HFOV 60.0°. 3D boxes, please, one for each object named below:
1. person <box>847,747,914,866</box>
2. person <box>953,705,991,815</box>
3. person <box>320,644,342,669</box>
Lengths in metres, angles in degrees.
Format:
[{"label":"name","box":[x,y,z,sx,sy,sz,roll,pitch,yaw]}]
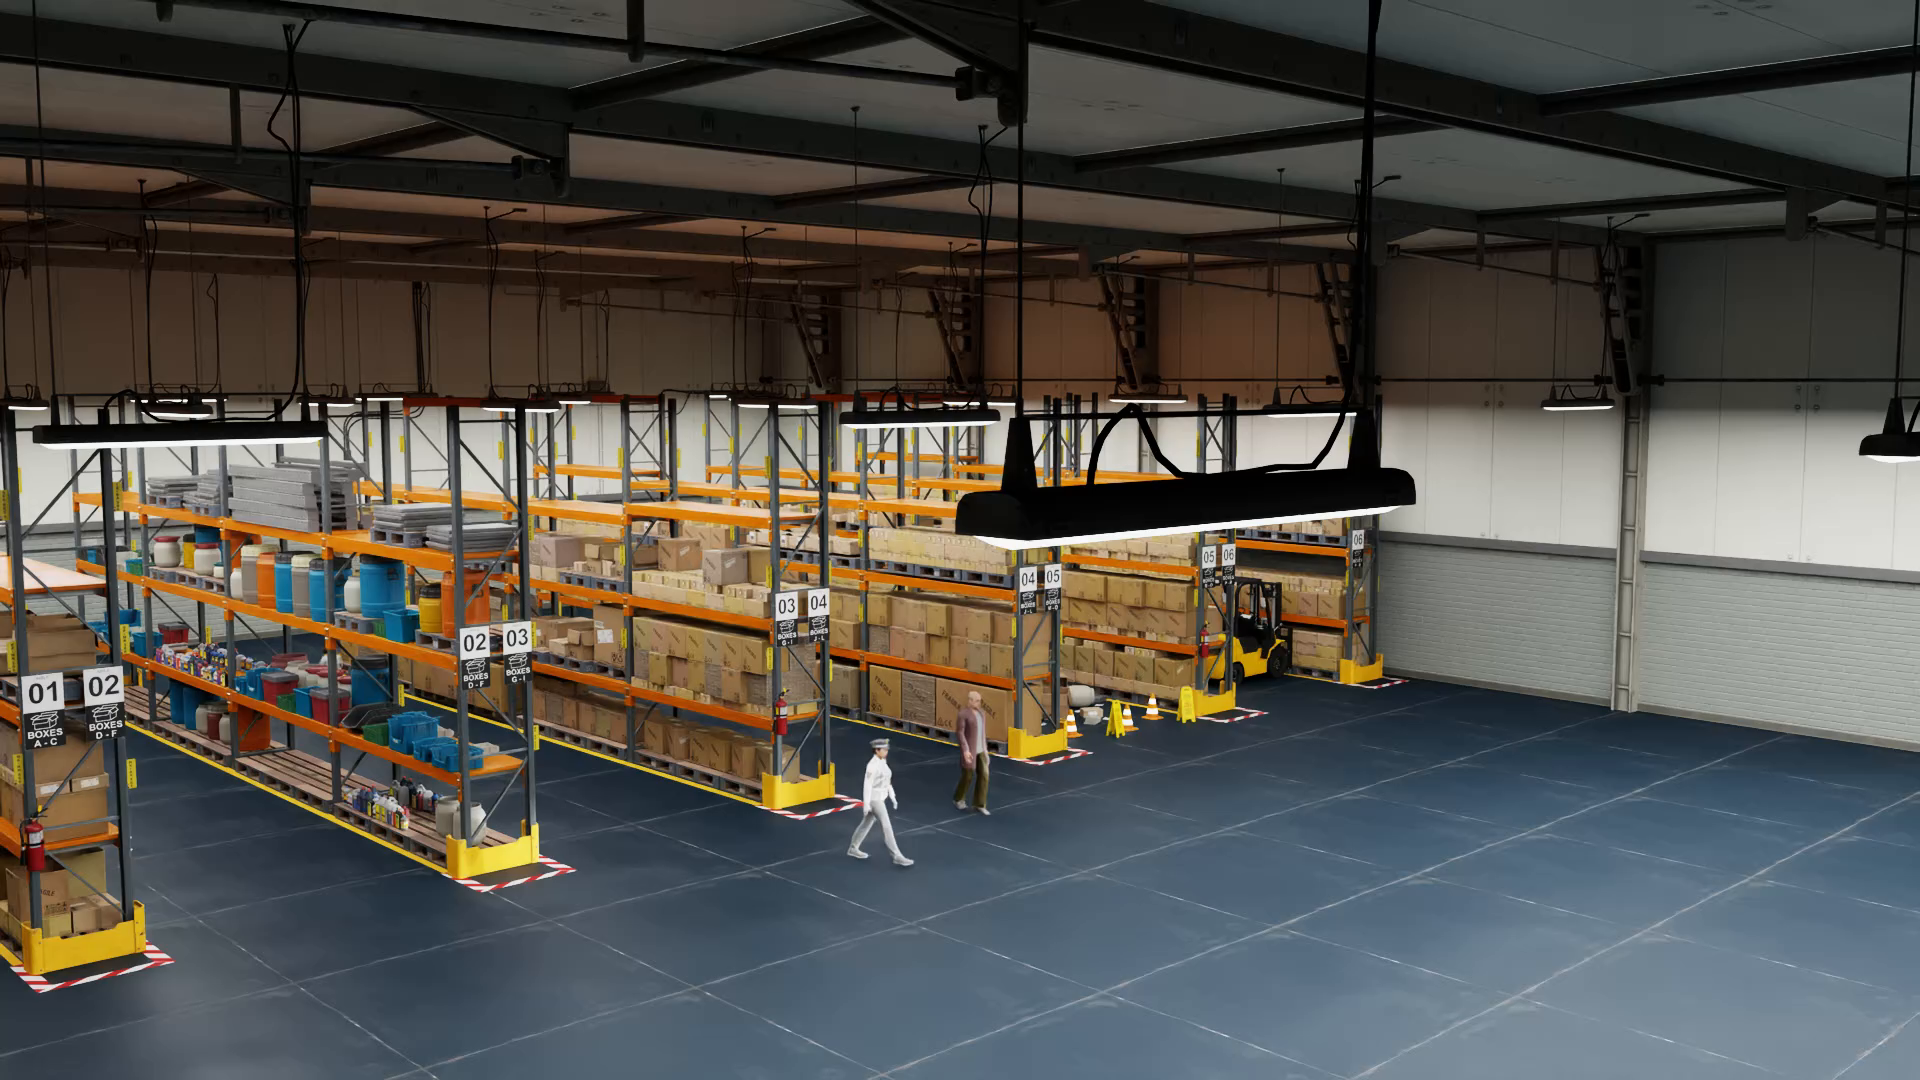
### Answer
[{"label":"person","box":[-1.034,3.403,21.755,0.952,1.603,0.508,1,6,10]},{"label":"person","box":[0.204,3.226,24.396,0.654,1.627,0.727,-5,8,-44]},{"label":"person","box":[-11.416,2.603,30.125,0.948,1.624,0.449,5,8,43]}]
